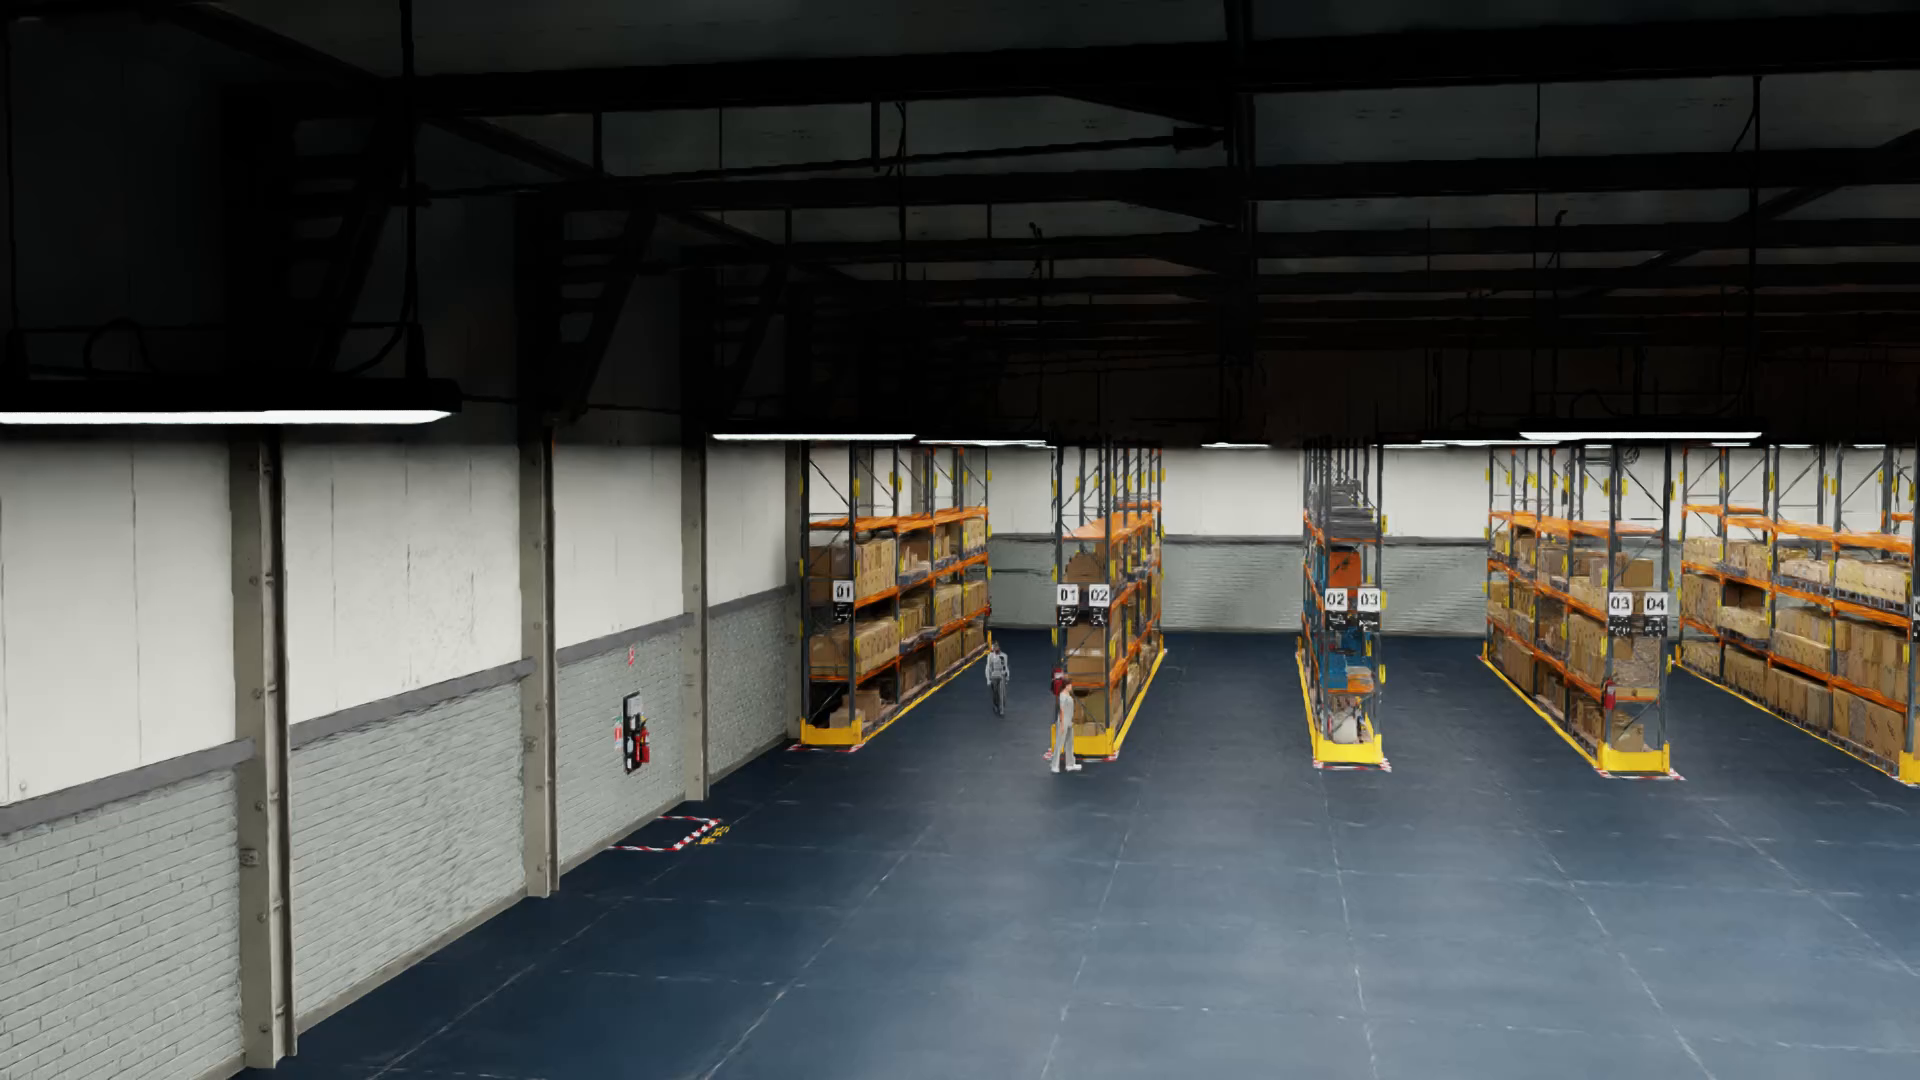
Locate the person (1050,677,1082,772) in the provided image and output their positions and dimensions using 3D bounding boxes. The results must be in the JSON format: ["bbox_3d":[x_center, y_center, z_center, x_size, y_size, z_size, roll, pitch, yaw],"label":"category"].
[{"bbox_3d":[1.869,3.287,29.634,0.494,1.653,0.574,1,3,18],"label":"person"}]

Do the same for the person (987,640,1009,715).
[{"bbox_3d":[0.810,2.952,36.035,0.453,1.585,1.075,0,3,8],"label":"person"}]
